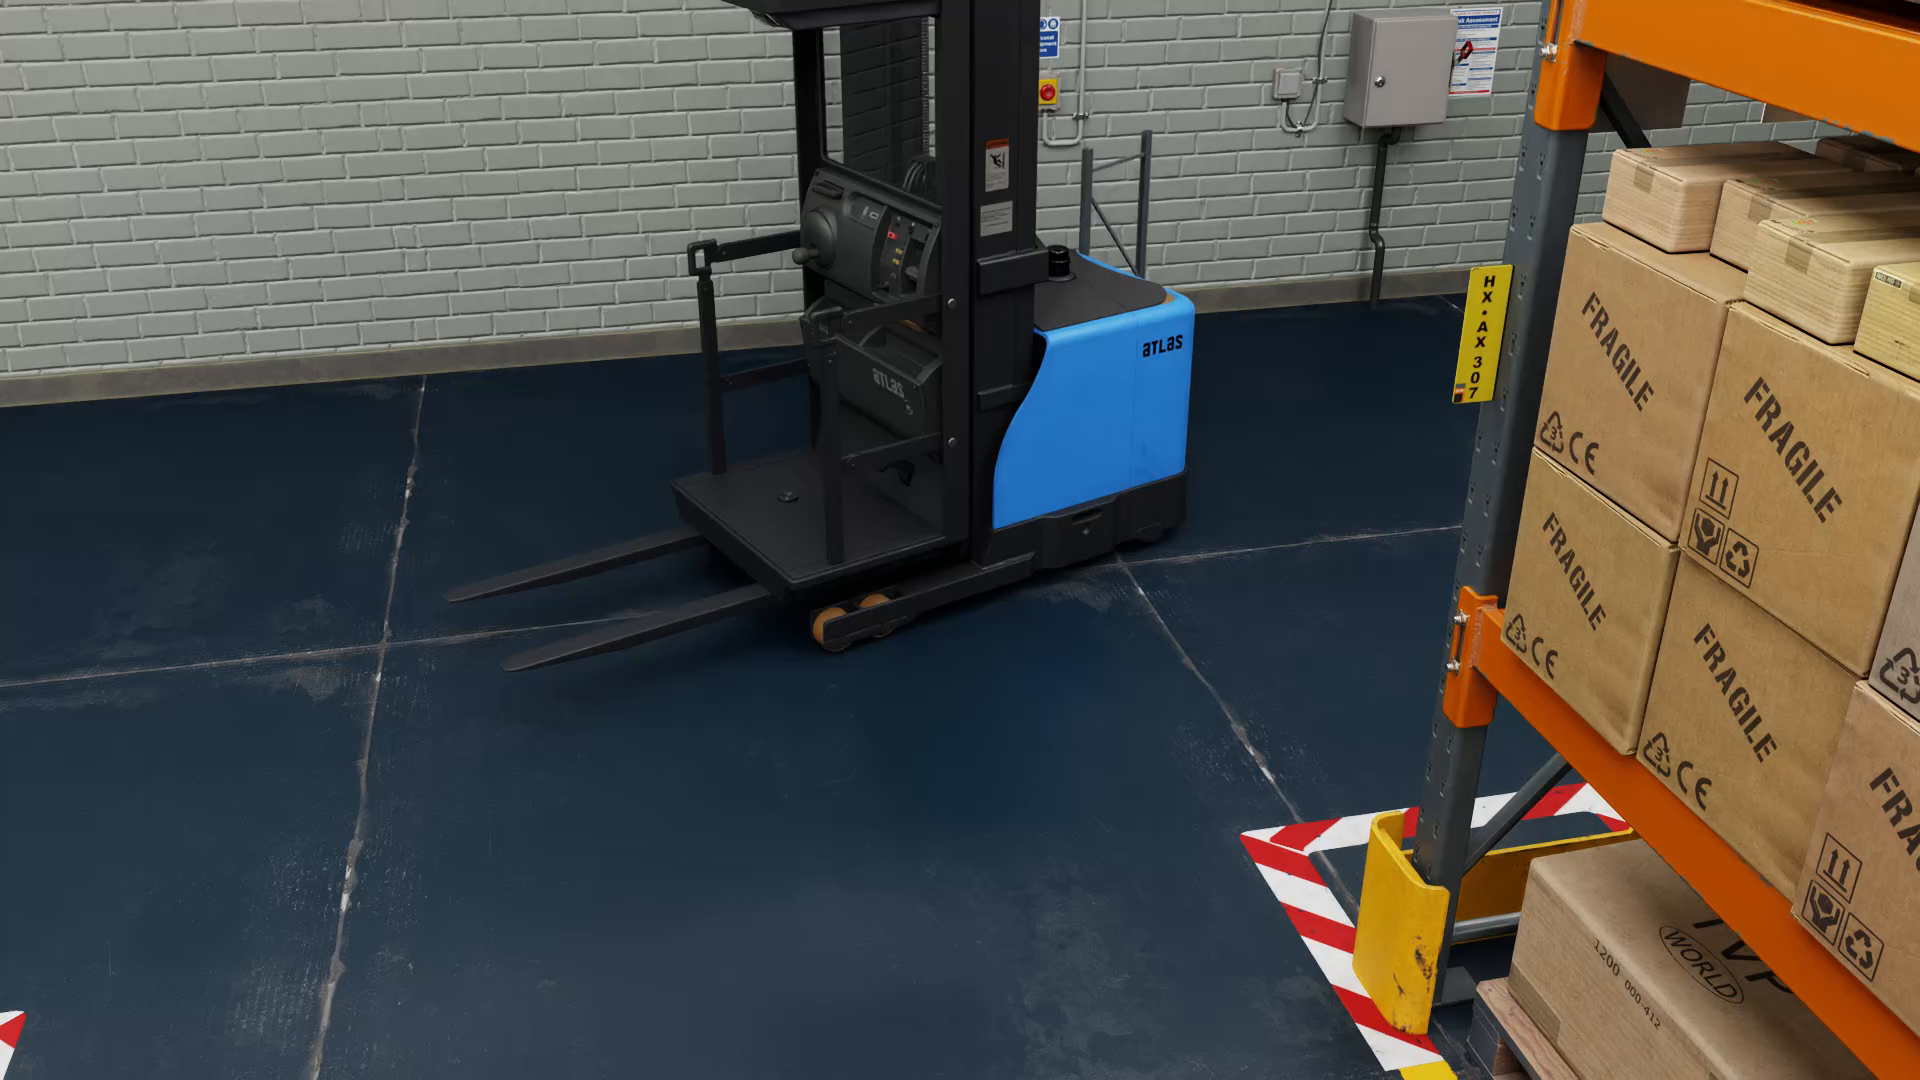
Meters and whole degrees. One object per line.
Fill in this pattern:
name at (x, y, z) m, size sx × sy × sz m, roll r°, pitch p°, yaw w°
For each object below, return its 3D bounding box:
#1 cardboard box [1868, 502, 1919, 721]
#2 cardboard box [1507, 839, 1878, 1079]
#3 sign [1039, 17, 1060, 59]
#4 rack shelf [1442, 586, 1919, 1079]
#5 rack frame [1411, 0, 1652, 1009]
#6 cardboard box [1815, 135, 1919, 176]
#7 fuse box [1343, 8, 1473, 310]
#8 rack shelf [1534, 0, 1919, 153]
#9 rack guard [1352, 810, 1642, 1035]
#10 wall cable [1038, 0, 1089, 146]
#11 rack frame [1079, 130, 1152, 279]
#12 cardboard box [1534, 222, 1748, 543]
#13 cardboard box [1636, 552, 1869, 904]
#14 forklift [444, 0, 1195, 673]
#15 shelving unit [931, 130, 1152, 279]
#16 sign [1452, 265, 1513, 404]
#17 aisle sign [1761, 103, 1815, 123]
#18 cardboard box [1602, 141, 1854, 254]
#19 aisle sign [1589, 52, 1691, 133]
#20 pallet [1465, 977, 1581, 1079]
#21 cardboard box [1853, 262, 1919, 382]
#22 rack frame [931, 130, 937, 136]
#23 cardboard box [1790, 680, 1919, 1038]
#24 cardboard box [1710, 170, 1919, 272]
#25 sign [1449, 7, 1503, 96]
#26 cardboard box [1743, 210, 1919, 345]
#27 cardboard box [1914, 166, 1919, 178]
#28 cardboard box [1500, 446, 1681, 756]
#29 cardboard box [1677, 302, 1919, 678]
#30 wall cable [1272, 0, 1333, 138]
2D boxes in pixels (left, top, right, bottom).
cardboard box at (1.812, 0.101, 2.501) m, size 0.500 × 0.500 × 0.500 m, roll -6°, pitch 27°, yaw -12°
cardboard box at (1.980, 1.137, 4.047) m, size 0.875 × 0.438 × 0.875 m, roll -7°, pitch 28°, yaw -13°
sign at (0.380, -2.715, 9.000) m, size 0.327 × 0.218 × 0.001 m, roll -6°, pitch 27°, yaw -12°
rack shelf at (2.185, 1.100, 2.540) m, size 1.077 × 0.370 × 4.000 m, roll -6°, pitch 27°, yaw -12°
rack frame at (1.734, -0.099, 4.118) m, size 1.000 × 3.000 × 0.127 m, roll -6°, pitch 27°, yaw -12°
cardboard box at (2.010, -0.743, 3.452) m, size 0.380 × 0.149 × 0.250 m, roll -6°, pitch 27°, yaw -11°
fuse box at (2.520, -2.146, 9.603) m, size 0.539 × 1.711 × 0.414 m, roll -6°, pitch 27°, yaw -12°
rack shelf at (2.185, -0.239, 1.864) m, size 1.077 × 0.370 × 4.000 m, roll -6°, pitch 27°, yaw -12°
rack guard at (1.729, 1.006, 4.702) m, size 1.175 × 0.500 × 0.348 m, roll -6°, pitch 27°, yaw -12°
wall cable at (0.441, -3.040, 8.781) m, size 0.585 × 1.953 × 0.123 m, roll -6°, pitch 27°, yaw -12°
rack frame at (0.712, -1.136, 7.836) m, size 0.032 × 1.500 × 0.500 m, roll 21°, pitch 34°, yaw 36°
cardboard box at (1.565, -0.351, 3.395) m, size 0.500 × 0.500 × 0.500 m, roll -7°, pitch 28°, yaw -13°
cardboard box at (1.704, 0.315, 3.186) m, size 0.500 × 0.500 × 0.500 m, roll -6°, pitch 27°, yaw -12°
forklift at (-0.524, -1.151, 6.278) m, size 3.031 × 2.935 × 1.130 m, roll -17°, pitch 31°, yaw -30°
shelving unit at (0.327, -1.285, 8.132) m, size 1.048 × 1.500 × 0.538 m, roll 21°, pitch 34°, yaw 36°
sign at (1.192, -0.467, 3.798) m, size 0.100 × 0.325 × 0.005 m, roll -6°, pitch 27°, yaw -12°
aisle sign at (2.020, -1.323, 3.657) m, size 0.394 × 0.787 × 0.004 m, roll -6°, pitch 27°, yaw -12°
cardboard box at (1.544, -0.696, 3.359) m, size 0.380 × 0.149 × 0.250 m, roll -5°, pitch 27°, yaw -11°
aisle sign at (1.435, -1.262, 3.536) m, size 0.394 × 0.787 × 0.004 m, roll -6°, pitch 27°, yaw -12°
pallet at (1.991, 1.489, 4.066) m, size 1.003 × 0.211 × 1.213 m, roll -6°, pitch 27°, yaw -12°
cardboard box at (1.697, -0.349, 2.671) m, size 0.380 × 0.149 × 0.250 m, roll -7°, pitch 28°, yaw -13°
rack frame at (-0.059, -1.434, 8.427) m, size 0.032 × 1.500 × 0.500 m, roll 21°, pitch 34°, yaw 36°
cardboard box at (1.801, 0.540, 2.740) m, size 0.500 × 0.500 × 0.500 m, roll -6°, pitch 27°, yaw -12°
cardboard box at (1.673, -0.588, 3.146) m, size 0.380 × 0.149 × 0.250 m, roll -5°, pitch 27°, yaw -10°
sign at (2.955, -2.820, 9.614) m, size 0.329 × 0.494 × 0.001 m, roll -6°, pitch 27°, yaw -12°
cardboard box at (1.620, -0.462, 2.897) m, size 0.380 × 0.149 × 0.250 m, roll -5°, pitch 27°, yaw -10°
cardboard box at (2.091, -0.634, 3.236) m, size 0.380 × 0.149 × 0.250 m, roll -5°, pitch 27°, yaw -11°
cardboard box at (1.563, 0.096, 3.620) m, size 0.500 × 0.500 × 0.500 m, roll -6°, pitch 27°, yaw -12°
cardboard box at (1.688, -0.125, 2.947) m, size 0.500 × 0.500 × 0.500 m, roll -7°, pitch 28°, yaw -13°
wall cable at (1.820, -3.175, 9.084) m, size 0.588 × 1.984 × 0.122 m, roll -6°, pitch 27°, yaw -12°
